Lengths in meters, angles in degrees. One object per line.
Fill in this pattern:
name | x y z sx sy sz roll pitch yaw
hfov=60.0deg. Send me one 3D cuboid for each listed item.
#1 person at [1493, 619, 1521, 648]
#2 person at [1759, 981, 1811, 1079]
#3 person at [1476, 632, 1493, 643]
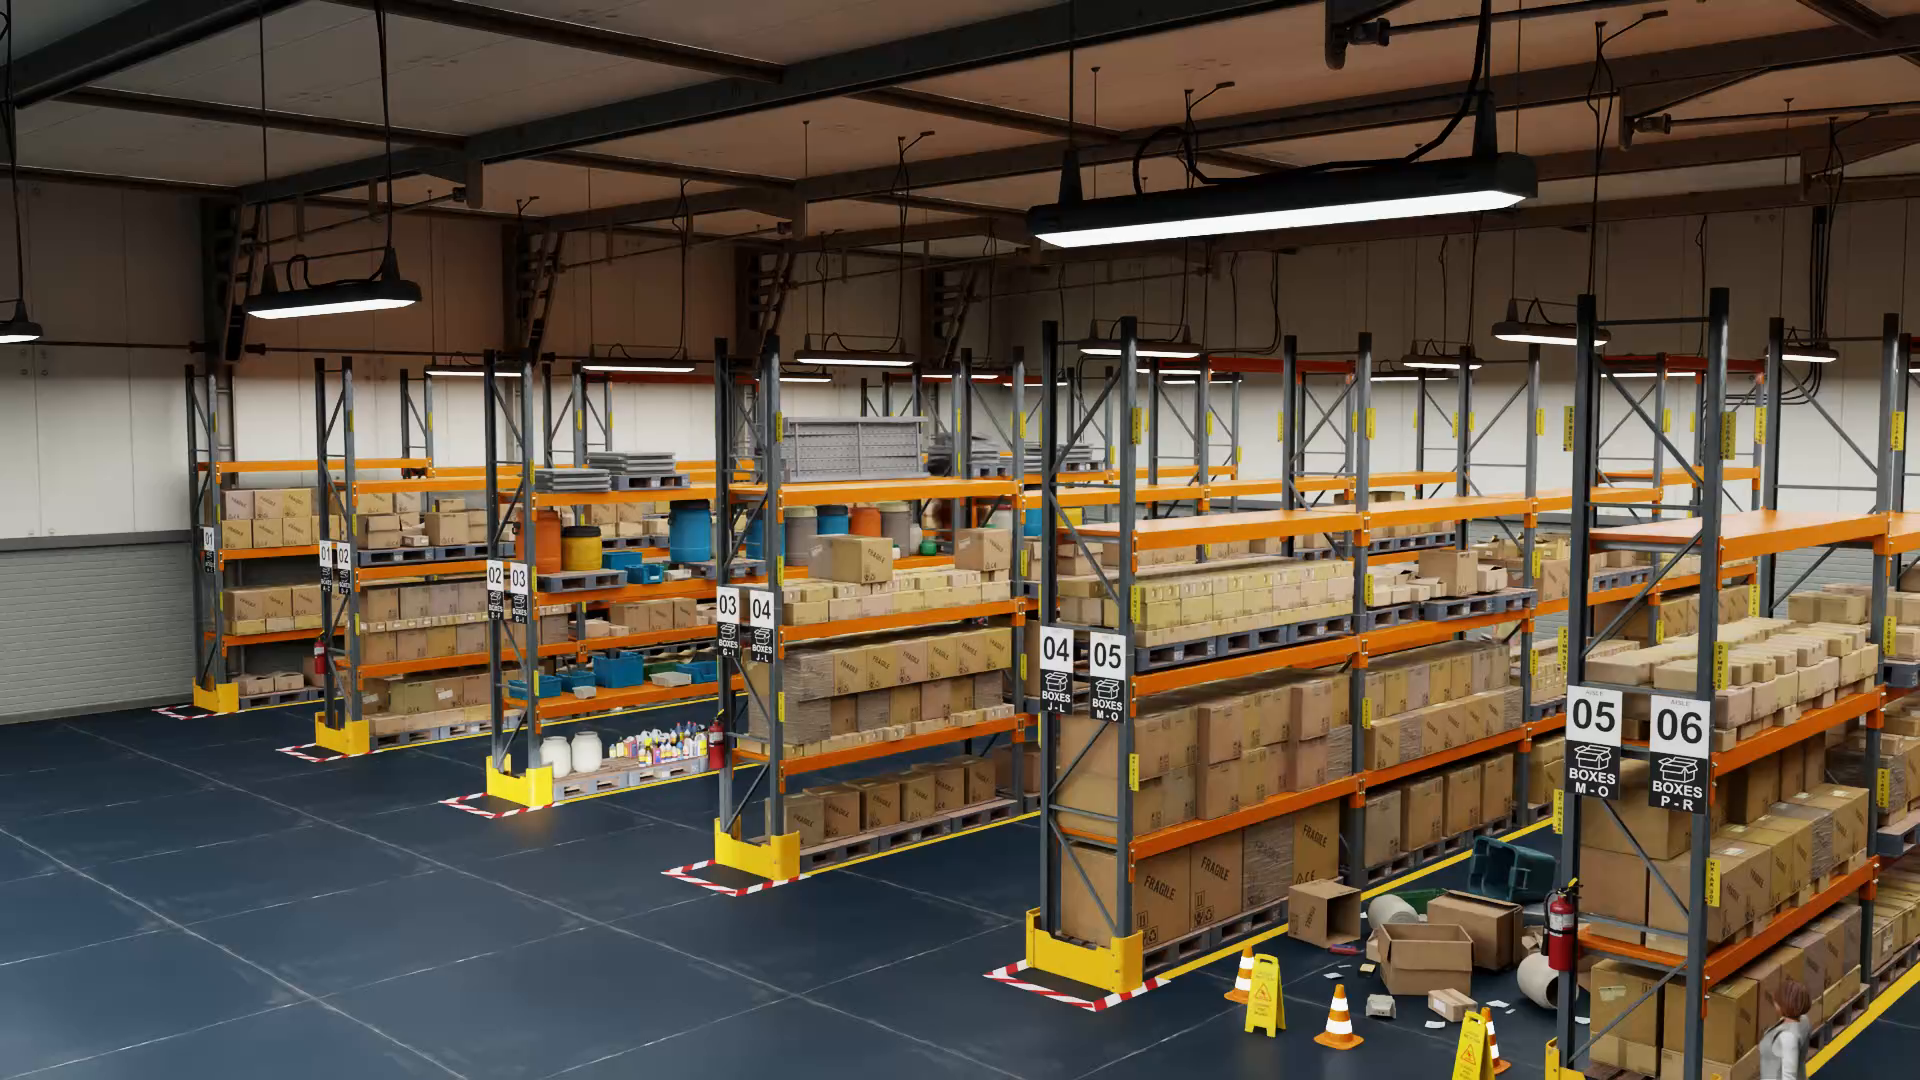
person | 10.496 1.891 31.876 0.522 1.637 0.918 1 4 11
person | 5.232 3.552 10.540 0.379 1.612 0.562 2 5 21
person | 8.395 2.295 26.711 0.928 1.649 0.549 -4 6 -39
